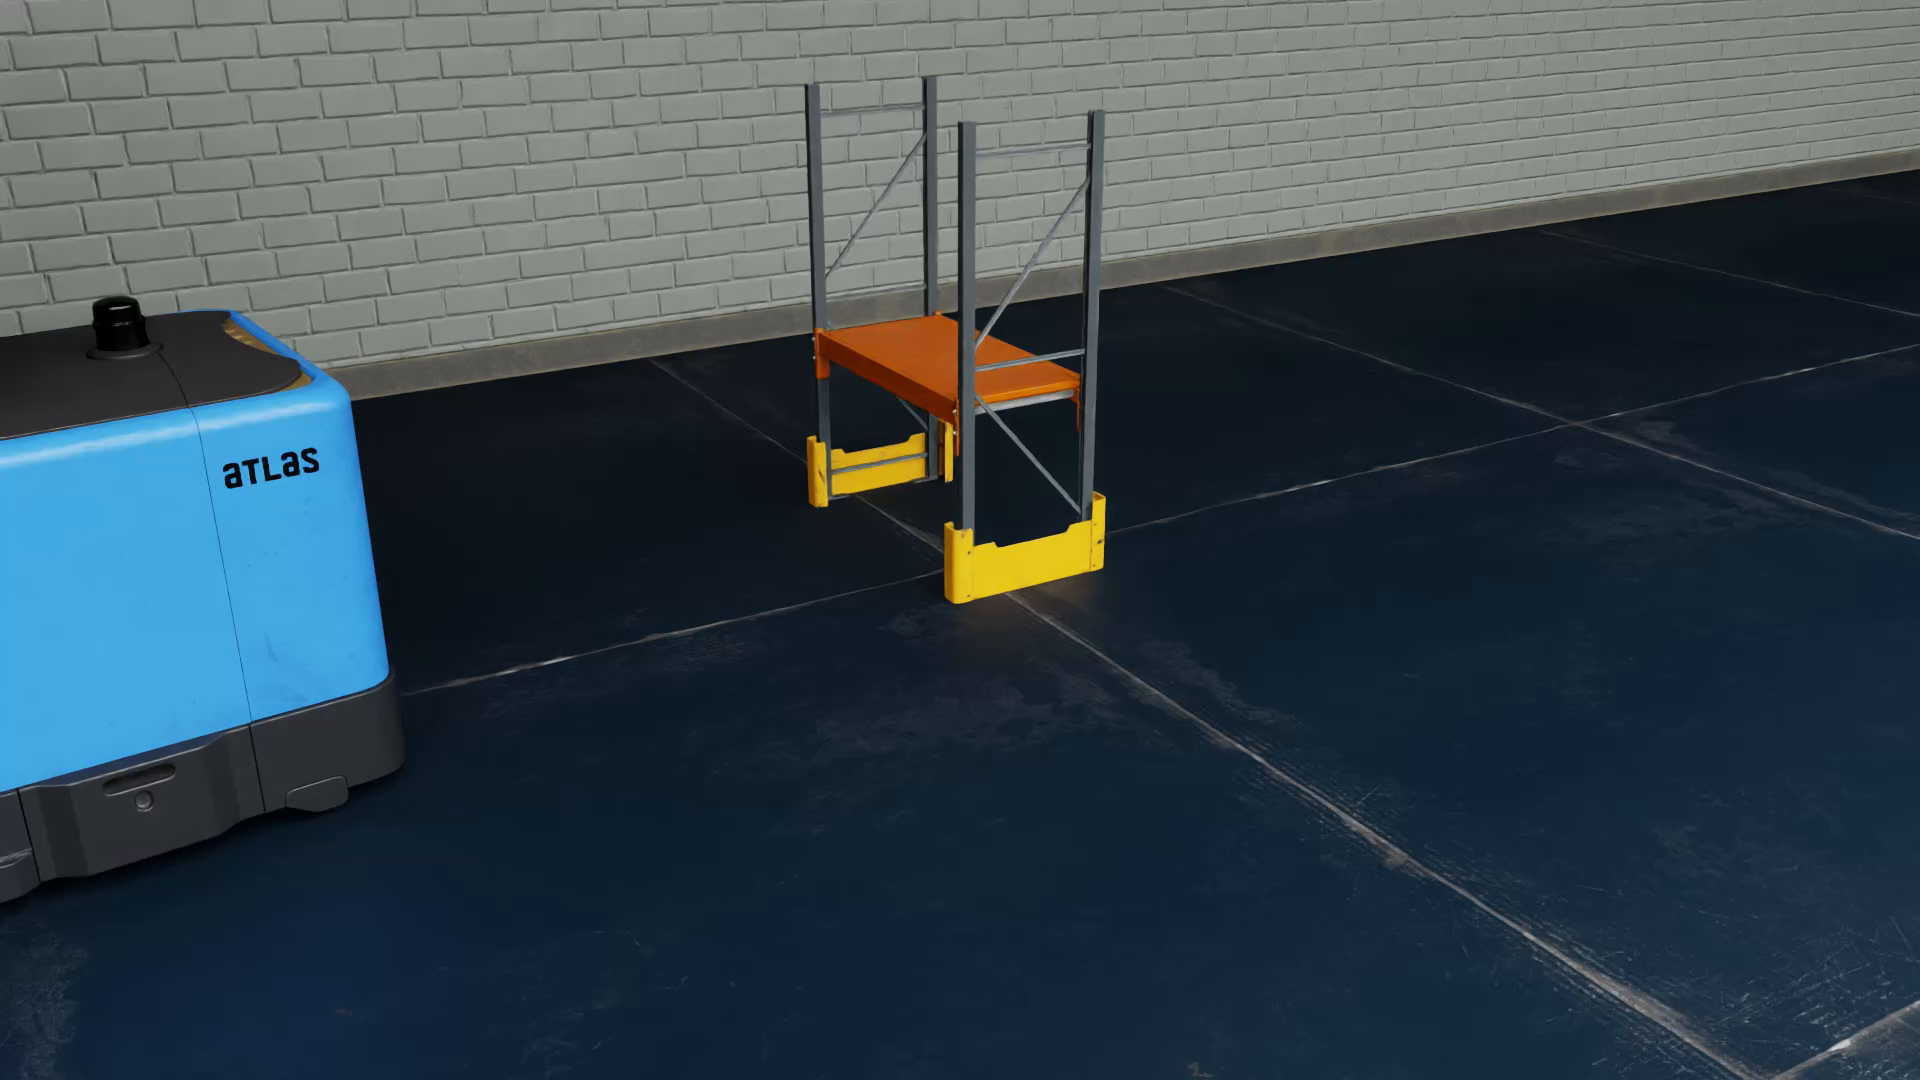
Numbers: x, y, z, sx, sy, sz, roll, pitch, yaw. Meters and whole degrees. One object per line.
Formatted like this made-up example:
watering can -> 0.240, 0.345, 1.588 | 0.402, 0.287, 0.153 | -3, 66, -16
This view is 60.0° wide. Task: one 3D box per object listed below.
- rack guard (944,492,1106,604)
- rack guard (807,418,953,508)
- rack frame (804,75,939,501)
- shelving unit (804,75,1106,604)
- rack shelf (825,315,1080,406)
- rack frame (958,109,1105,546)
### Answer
rack guard -> 0.215, 0.021, 5.428 | 0.587, 0.250, 0.087 | -13, 25, -28
rack guard -> -0.293, -0.302, 6.222 | 0.587, 0.250, 0.087 | -13, 25, -28
rack frame -> -0.303, -0.887, 6.002 | 0.500, 1.500, 0.032 | -13, 25, -28
shelving unit -> -0.039, -0.719, 5.590 | 0.587, 1.500, 1.083 | -13, 25, -28
rack shelf -> -0.044, -0.618, 5.640 | 0.459, 0.026, 0.952 | -13, 25, -28
rack frame -> 0.216, -0.558, 5.192 | 0.500, 1.500, 0.032 | -13, 25, -28
